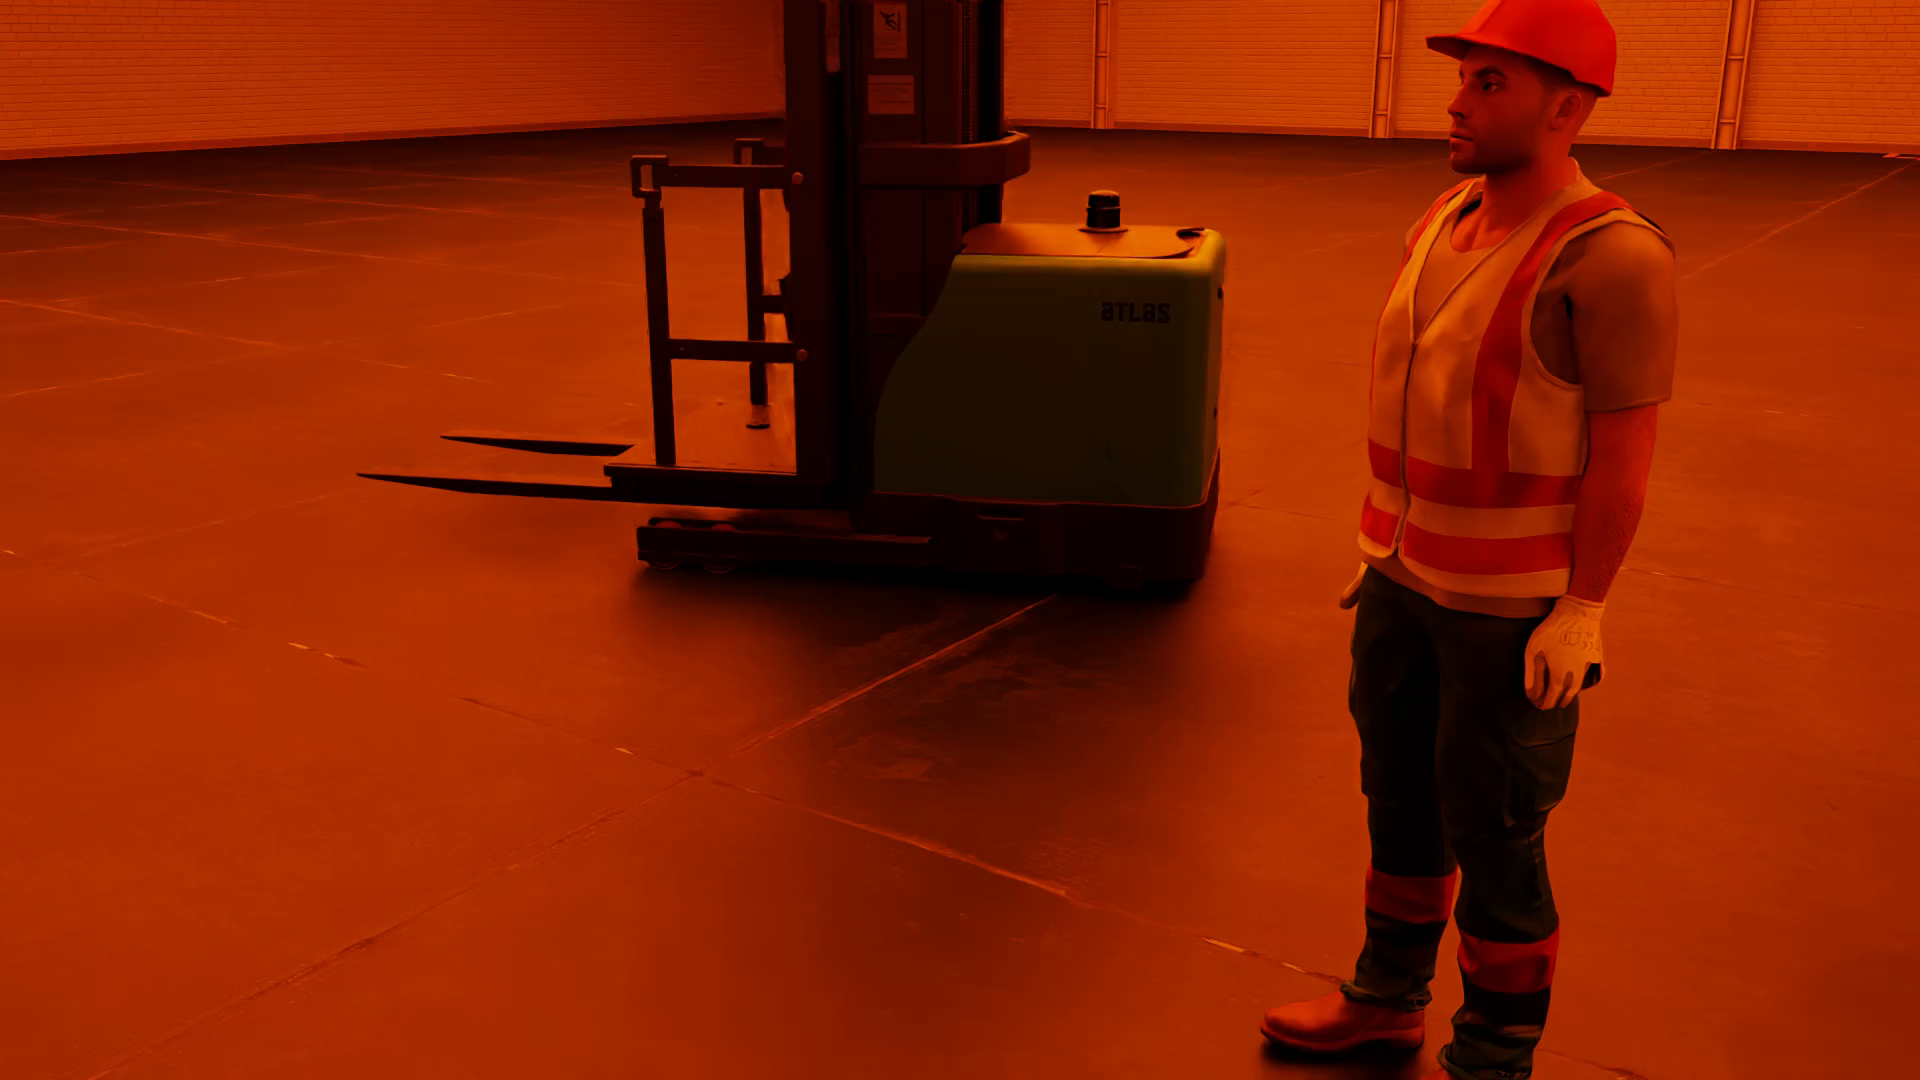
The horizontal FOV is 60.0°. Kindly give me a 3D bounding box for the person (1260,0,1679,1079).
[{"bbox_3d":[0.782,0.074,2.579,0.366,1.796,0.525,-7,18,-22],"label":"person"}]

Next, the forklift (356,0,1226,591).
[{"bbox_3d":[-0.620,-1.435,5.631,3.031,2.935,1.130,3,17,11],"label":"forklift"}]
